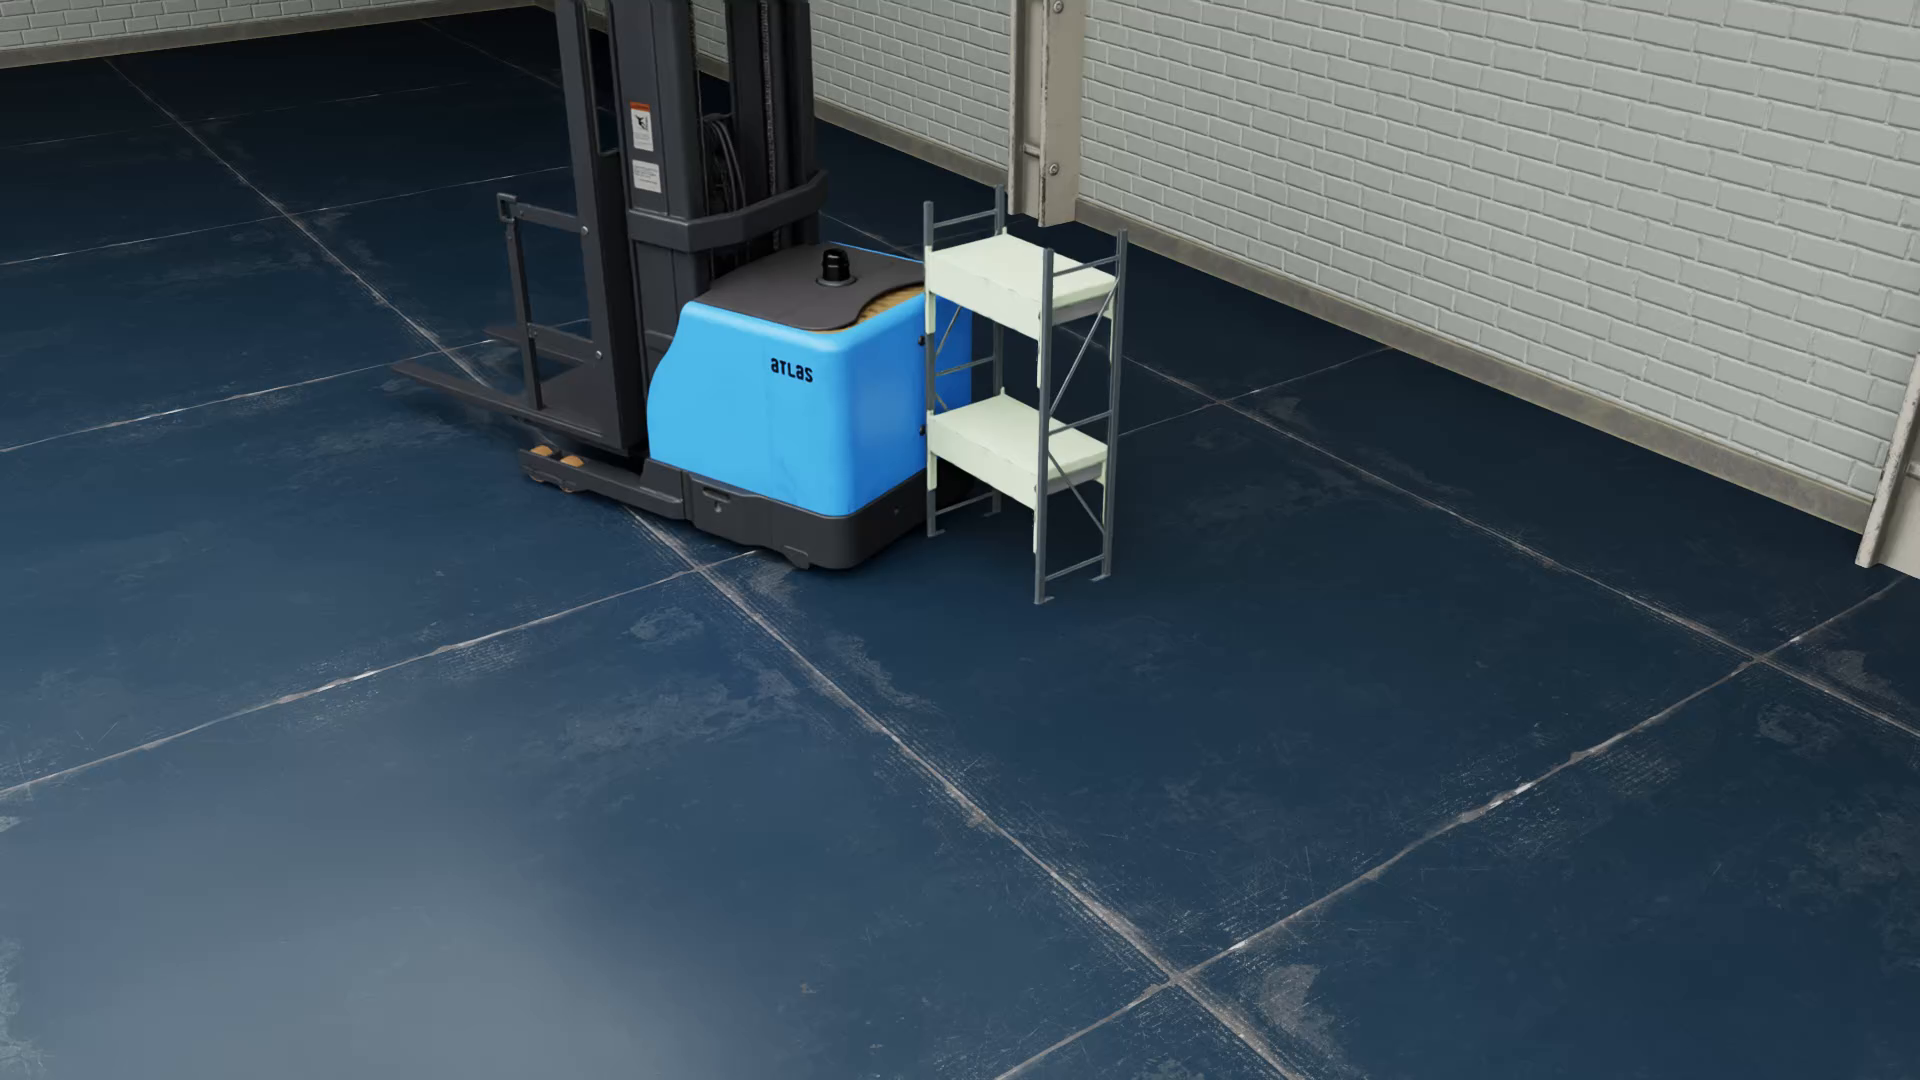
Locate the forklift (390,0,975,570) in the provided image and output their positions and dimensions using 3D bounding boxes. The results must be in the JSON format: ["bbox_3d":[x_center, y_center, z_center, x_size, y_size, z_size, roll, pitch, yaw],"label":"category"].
[{"bbox_3d":[-1.439,-1.695,7.301,3.031,2.935,1.130,18,33,30],"label":"forklift"}]

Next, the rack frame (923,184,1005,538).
[{"bbox_3d":[0.019,-0.729,7.021,0.400,1.500,0.023,-20,34,-33],"label":"rack frame"}]

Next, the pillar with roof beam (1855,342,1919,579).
[{"bbox_3d":[0.535,-2.631,2.666,9.100,9.000,0.400,-19,34,-31],"label":"pillar with roof beam"}]

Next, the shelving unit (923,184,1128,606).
[{"bbox_3d":[0.243,-0.591,6.767,0.431,1.500,0.755,-20,34,-33],"label":"shelving unit"}]

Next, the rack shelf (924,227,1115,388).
[{"bbox_3d":[0.243,-0.934,6.581,0.431,0.370,0.720,-20,34,-33],"label":"rack shelf"}]

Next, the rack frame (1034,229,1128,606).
[{"bbox_3d":[0.467,-0.453,6.513,0.400,1.500,0.023,-20,34,-33],"label":"rack frame"}]

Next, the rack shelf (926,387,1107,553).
[{"bbox_3d":[0.243,-0.305,6.923,0.431,0.370,0.720,-20,34,-33],"label":"rack shelf"}]

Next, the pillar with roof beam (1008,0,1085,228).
[{"bbox_3d":[-2.945,-4.964,6.961,9.100,9.000,0.400,-19,34,-31],"label":"pillar with roof beam"}]
